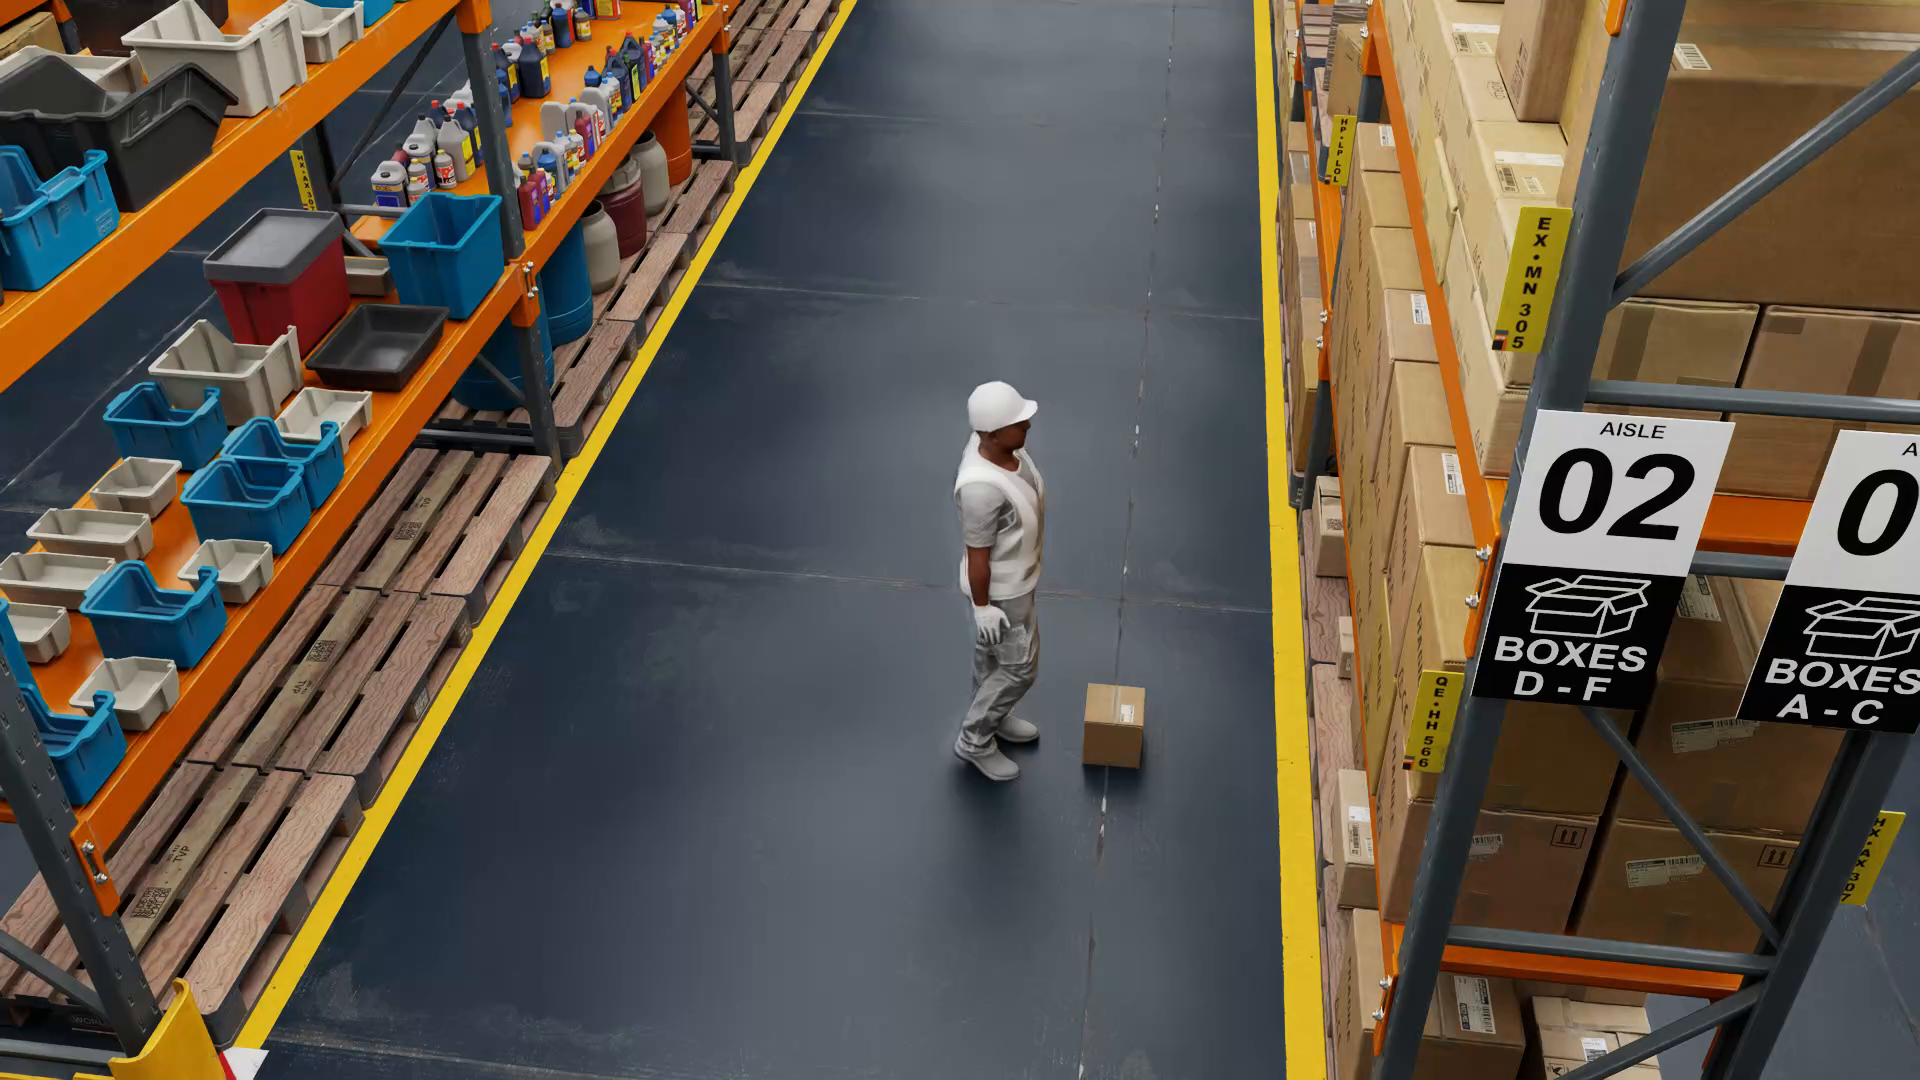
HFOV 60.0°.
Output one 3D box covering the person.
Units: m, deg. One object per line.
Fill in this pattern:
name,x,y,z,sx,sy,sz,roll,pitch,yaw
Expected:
person,0.171,0.143,6.819,0.359,1.794,0.575,4,36,6
